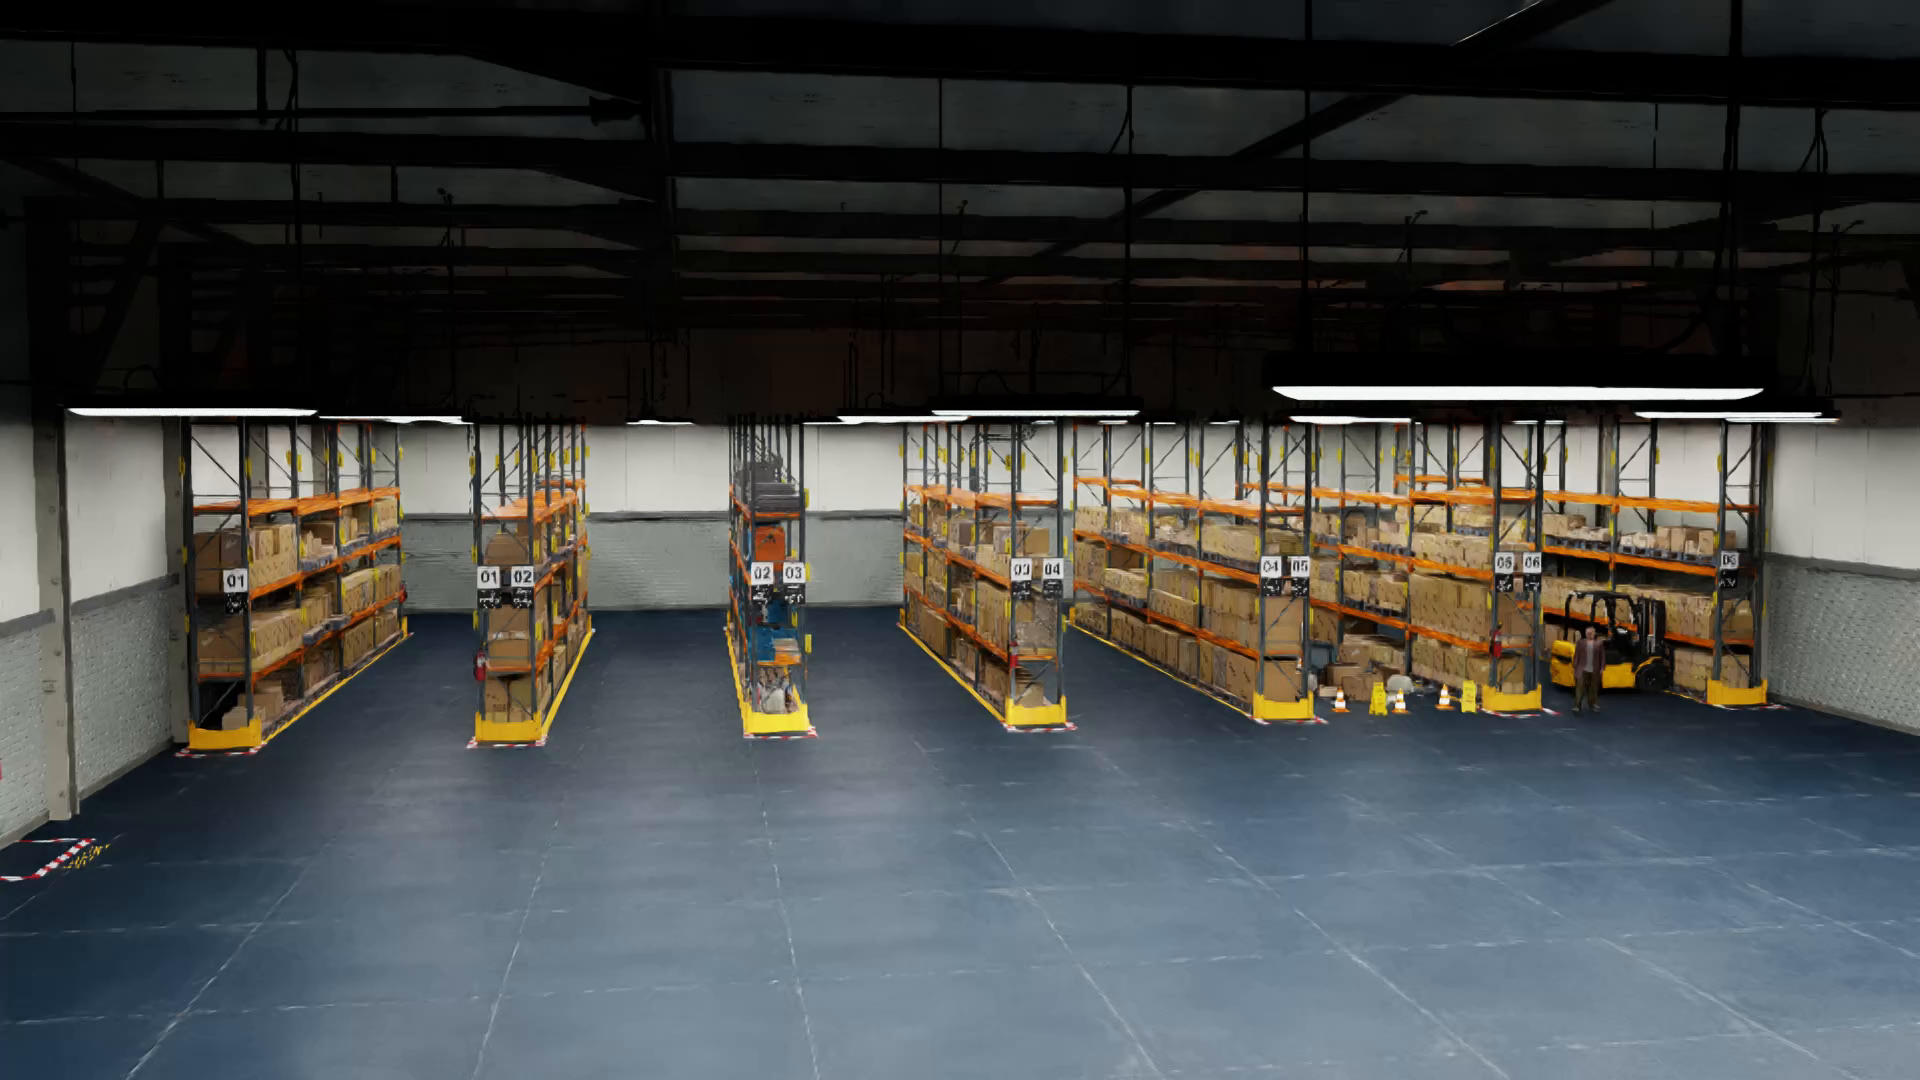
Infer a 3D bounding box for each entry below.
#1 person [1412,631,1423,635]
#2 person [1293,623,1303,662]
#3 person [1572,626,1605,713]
[{"bbox_3d":[12.634,1.759,45.953,0.530,1.661,0.584,1,4,8],"label":"person"},{"bbox_3d":[8.171,2.149,40.110,0.538,1.665,0.572,1,4,18],"label":"person"},{"bbox_3d":[12.554,2.580,33.216,0.634,1.738,0.951,1,4,17],"label":"person"}]
